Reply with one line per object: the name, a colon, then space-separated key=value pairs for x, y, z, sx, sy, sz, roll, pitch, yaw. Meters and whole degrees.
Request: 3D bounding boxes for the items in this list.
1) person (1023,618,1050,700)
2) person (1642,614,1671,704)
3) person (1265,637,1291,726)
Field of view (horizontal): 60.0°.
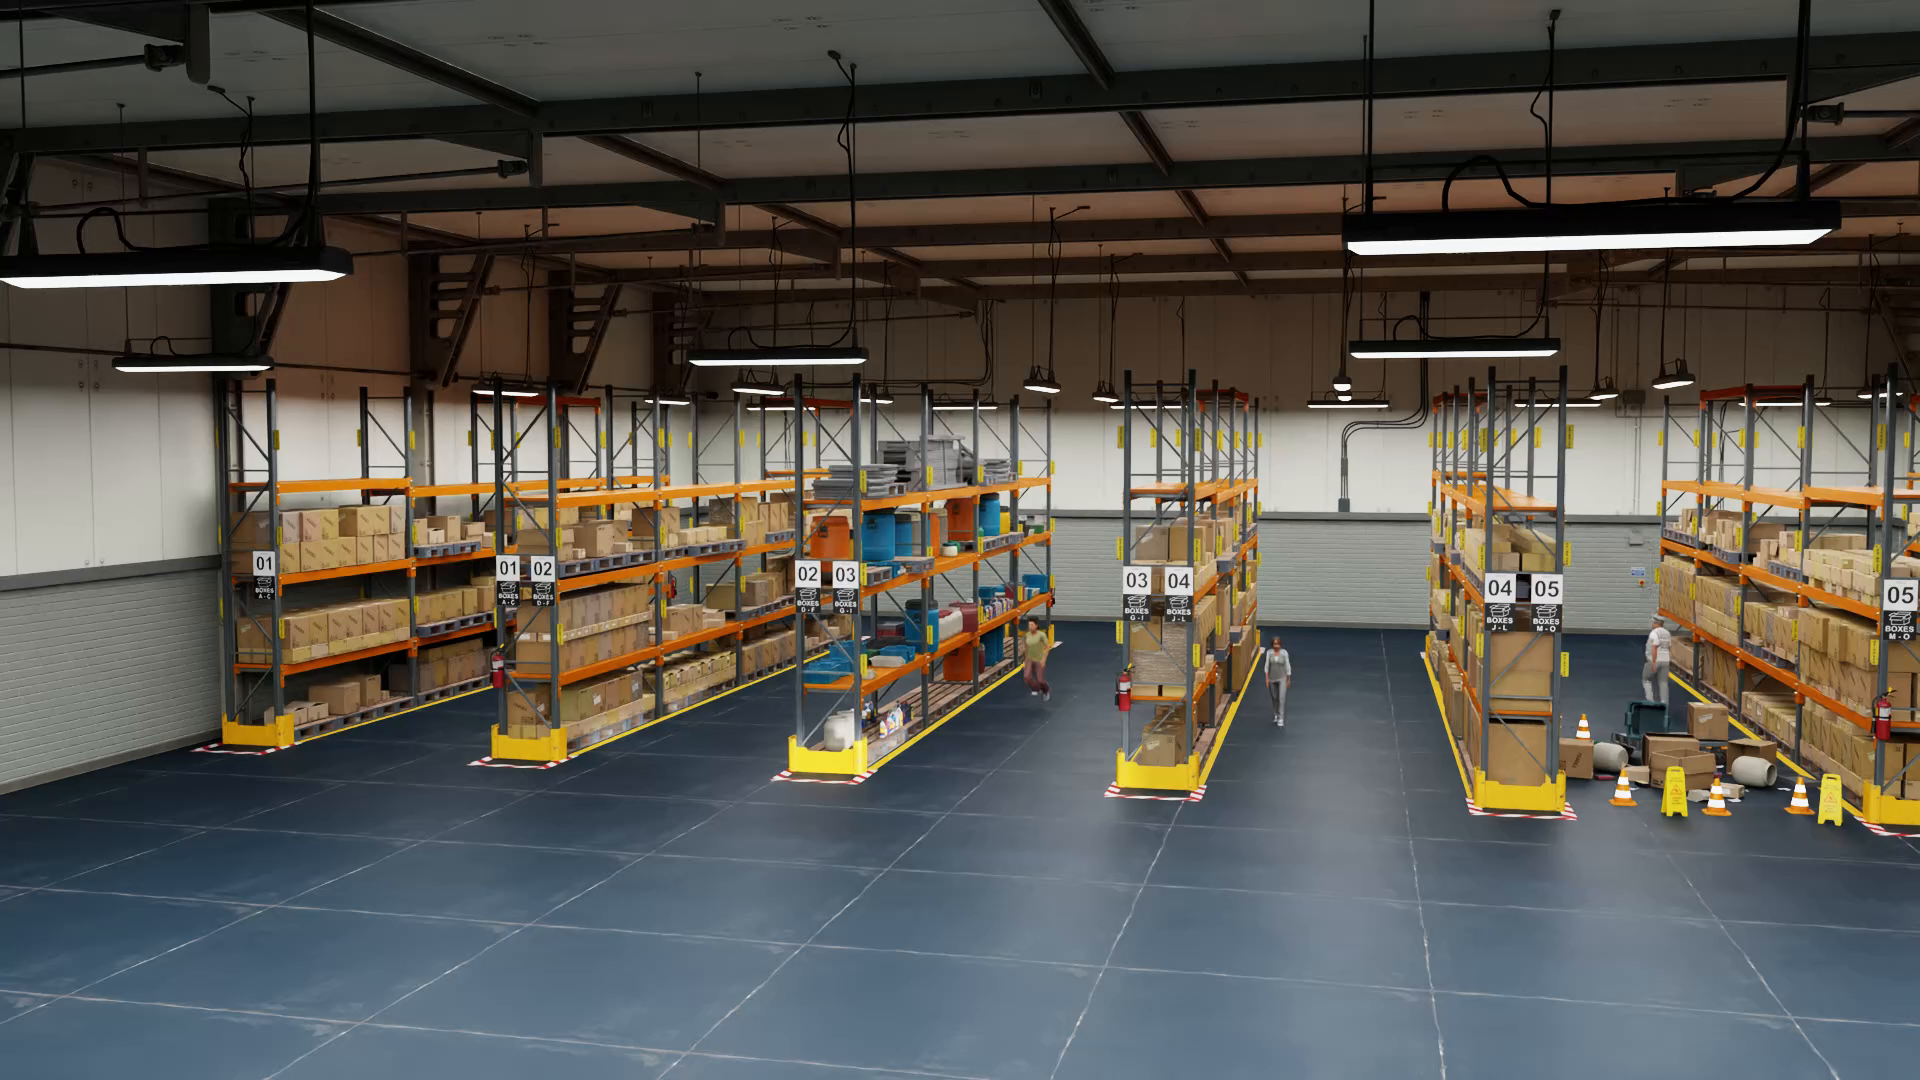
person: x=1.433 y=2.219 z=30.896 sx=0.510 sy=1.576 sz=0.727 roll=2 pitch=4 yaw=25
person: x=12.955 y=2.300 z=30.784 sx=0.549 sy=1.816 sz=0.545 roll=0 pitch=3 yaw=-5
person: x=5.536 y=2.462 z=29.058 sx=0.434 sy=1.551 sz=0.942 roll=1 pitch=4 yaw=23
